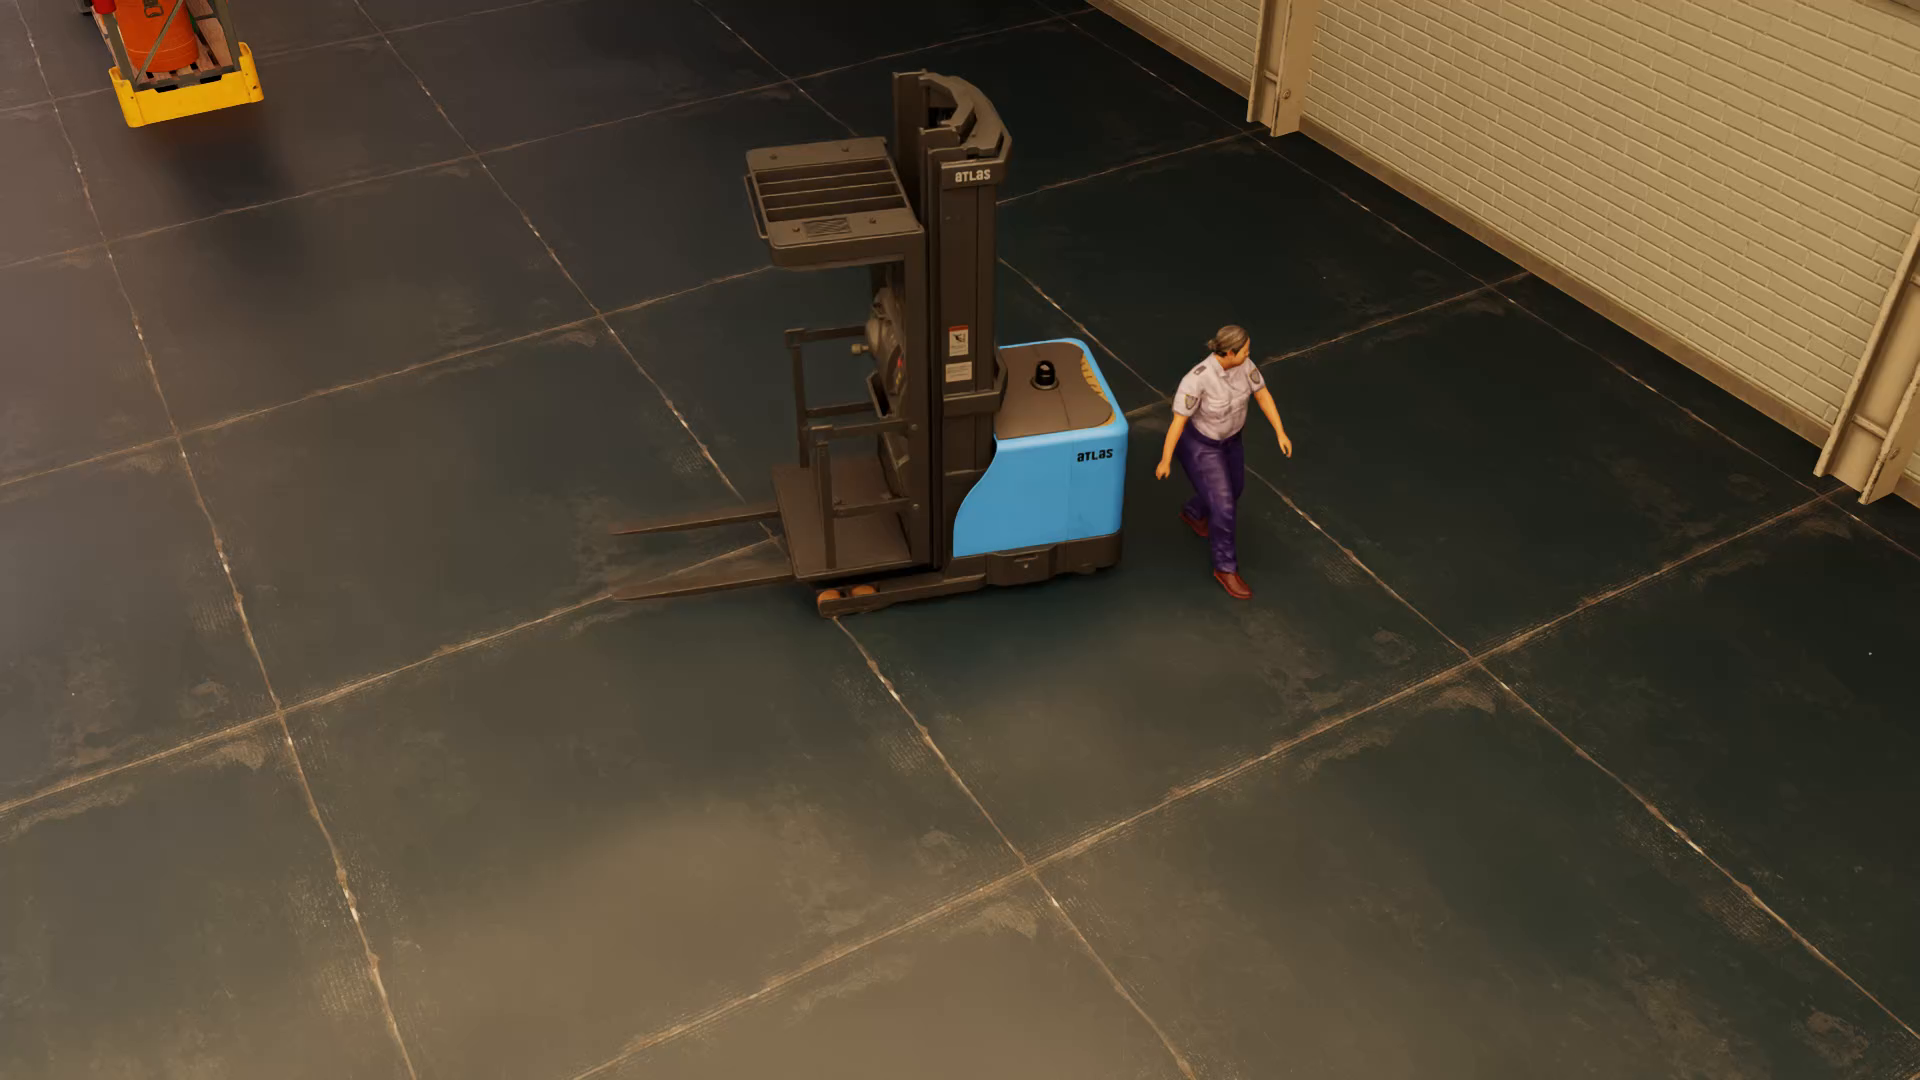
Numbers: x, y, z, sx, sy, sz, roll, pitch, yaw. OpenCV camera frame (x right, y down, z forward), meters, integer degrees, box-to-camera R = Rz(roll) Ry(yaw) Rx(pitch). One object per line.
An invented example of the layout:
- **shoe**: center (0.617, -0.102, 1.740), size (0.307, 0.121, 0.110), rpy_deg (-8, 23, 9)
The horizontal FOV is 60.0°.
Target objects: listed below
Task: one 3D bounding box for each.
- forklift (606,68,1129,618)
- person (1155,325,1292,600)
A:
- **forklift**: center (-0.595, -1.040, 9.290), size (3.031, 2.935, 1.130), rpy_deg (-8, 40, -10)
- **person**: center (1.557, -0.495, 9.711), size (0.810, 1.555, 0.723), rpy_deg (32, 49, 33)
